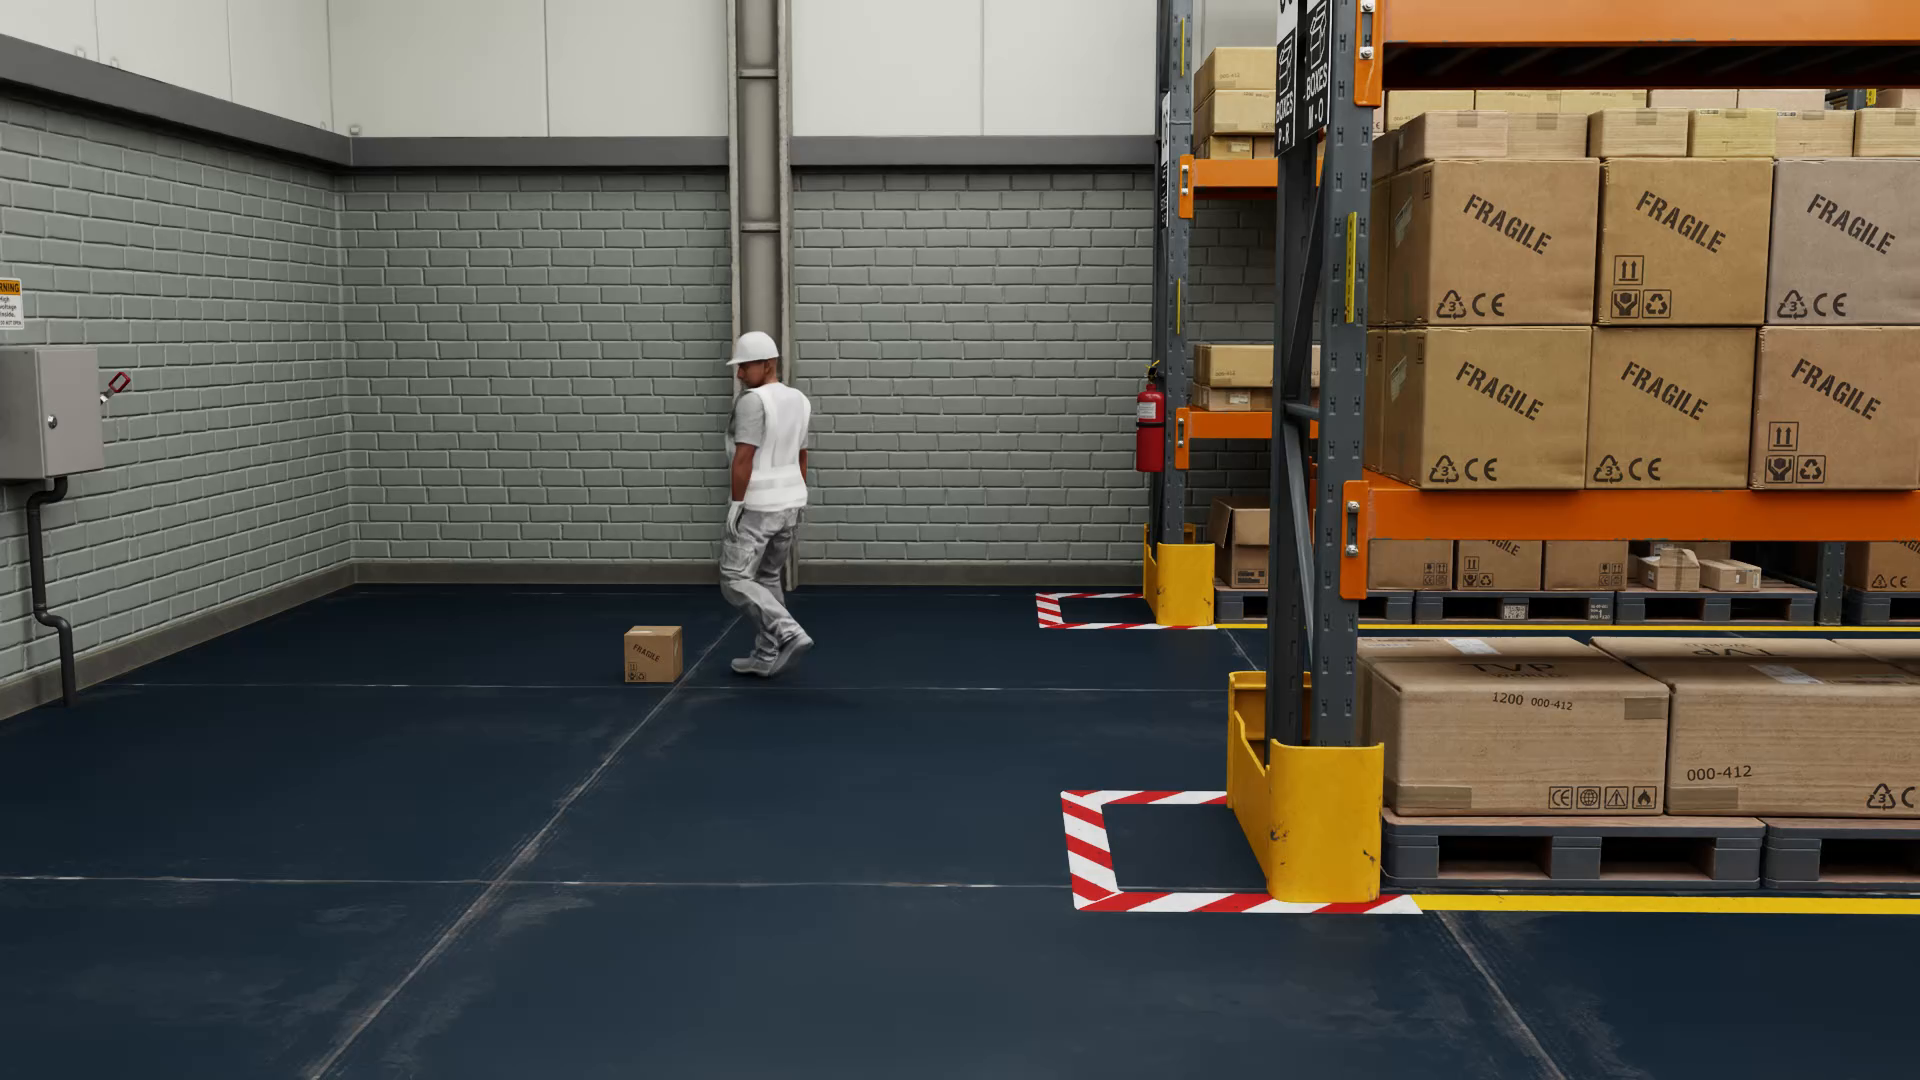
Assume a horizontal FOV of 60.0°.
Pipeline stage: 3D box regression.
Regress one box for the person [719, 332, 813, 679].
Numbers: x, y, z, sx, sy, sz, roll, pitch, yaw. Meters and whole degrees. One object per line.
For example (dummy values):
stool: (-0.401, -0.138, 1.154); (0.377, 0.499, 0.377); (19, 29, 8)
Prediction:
person: (-0.948, -0.159, 8.392); (0.737, 1.769, 0.600); (4, 8, 31)
